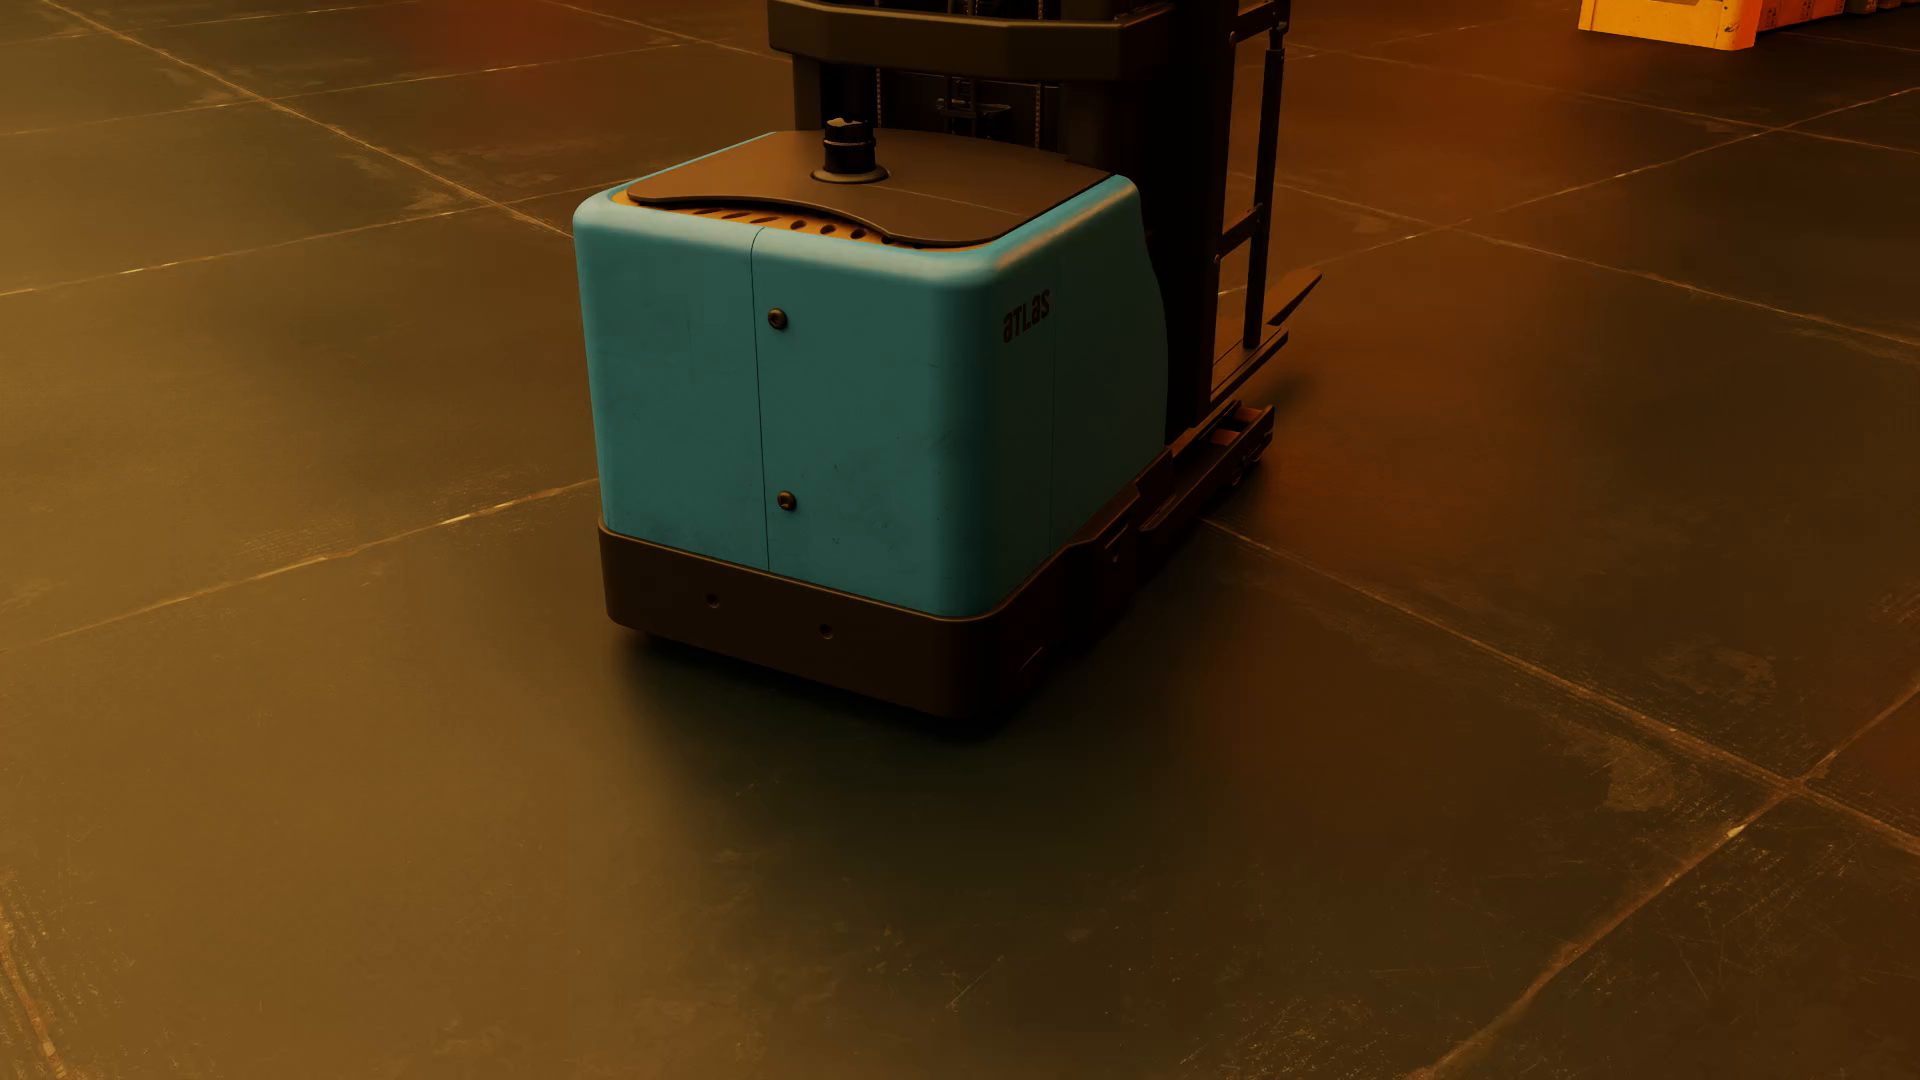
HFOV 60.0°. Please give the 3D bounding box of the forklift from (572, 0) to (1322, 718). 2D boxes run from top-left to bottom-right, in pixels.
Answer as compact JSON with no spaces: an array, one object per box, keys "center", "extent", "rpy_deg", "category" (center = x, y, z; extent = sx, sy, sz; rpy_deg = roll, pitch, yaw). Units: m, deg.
[{"center":[0.285,-1.552,4.331],"extent":[1.130,2.935,3.031],"rpy_deg":[13,29,25],"category":"forklift"}]
